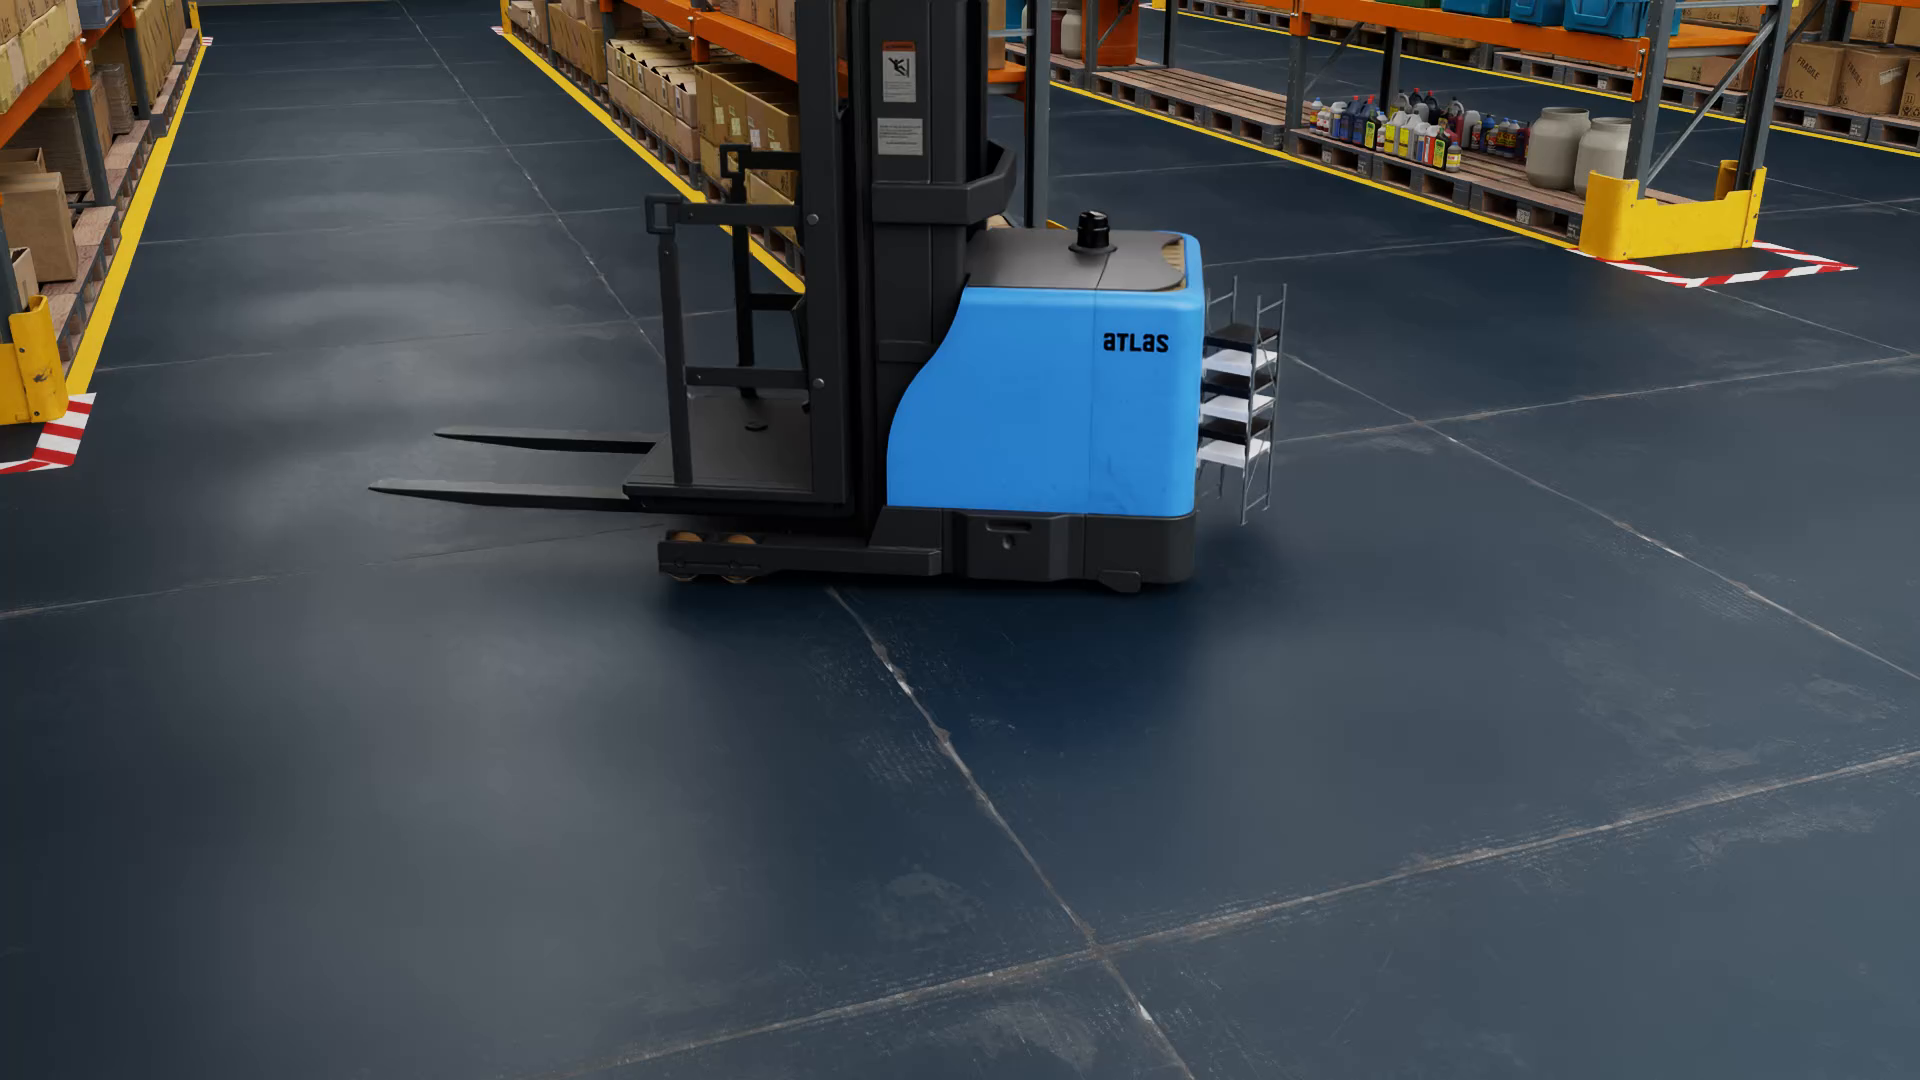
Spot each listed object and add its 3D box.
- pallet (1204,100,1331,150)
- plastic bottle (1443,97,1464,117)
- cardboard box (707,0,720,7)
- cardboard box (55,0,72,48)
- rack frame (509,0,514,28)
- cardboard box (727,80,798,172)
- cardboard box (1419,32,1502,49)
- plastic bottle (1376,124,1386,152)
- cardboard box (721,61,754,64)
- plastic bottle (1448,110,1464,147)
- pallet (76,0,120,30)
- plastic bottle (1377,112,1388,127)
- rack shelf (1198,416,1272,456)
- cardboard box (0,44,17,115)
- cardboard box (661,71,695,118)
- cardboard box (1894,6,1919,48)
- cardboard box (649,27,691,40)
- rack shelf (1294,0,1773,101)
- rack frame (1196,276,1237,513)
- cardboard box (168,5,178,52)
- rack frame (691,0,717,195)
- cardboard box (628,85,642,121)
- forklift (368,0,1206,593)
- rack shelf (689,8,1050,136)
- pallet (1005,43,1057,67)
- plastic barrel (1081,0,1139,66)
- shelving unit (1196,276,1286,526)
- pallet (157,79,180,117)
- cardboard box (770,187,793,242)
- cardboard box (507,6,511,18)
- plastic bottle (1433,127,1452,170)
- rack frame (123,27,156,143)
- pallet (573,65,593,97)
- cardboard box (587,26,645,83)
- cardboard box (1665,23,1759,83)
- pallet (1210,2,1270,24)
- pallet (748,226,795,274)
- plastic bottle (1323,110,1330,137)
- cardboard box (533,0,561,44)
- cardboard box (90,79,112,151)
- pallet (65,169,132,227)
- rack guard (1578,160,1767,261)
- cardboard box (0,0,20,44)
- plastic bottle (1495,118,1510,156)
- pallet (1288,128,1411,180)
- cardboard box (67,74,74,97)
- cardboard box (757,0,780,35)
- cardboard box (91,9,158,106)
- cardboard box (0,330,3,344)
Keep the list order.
[{"bbox_3d":[2.889,-3.690,14.733,1.003,0.211,1.213,-8,24,-19],"label":"pallet"},{"bbox_3d":[3.882,-3.295,13.050,0.144,0.351,0.185,-8,24,-19],"label":"plastic bottle"},{"bbox_3d":[-1.647,-4.120,12.357,0.500,0.250,0.500,-7,24,-16],"label":"cardboard box"},{"bbox_3d":[-5.446,-2.963,9.585,0.500,0.250,0.500,-8,24,-19],"label":"cardboard box"},{"bbox_3d":[-5.672,-8.377,22.262,1.000,3.000,0.127,-8,24,-19],"label":"rack frame"},{"bbox_3d":[-1.208,-2.714,10.860,0.500,0.500,0.500,-8,24,-19],"label":"cardboard box"},{"bbox_3d":[6.199,-6.296,19.520,1.225,0.875,0.875,-10,25,-21],"label":"cardboard box"},{"bbox_3d":[3.245,-3.083,12.739,0.097,0.201,0.097,0,23,0],"label":"plastic bottle"},{"bbox_3d":[-1.701,-3.756,13.577,0.500,0.311,0.500,-9,25,-21],"label":"cardboard box"},{"bbox_3d":[3.836,-3.190,12.887,0.061,0.283,0.133,-8,24,-19],"label":"plastic bottle"},{"bbox_3d":[-6.199,-3.545,11.045,1.003,0.211,1.213,-8,24,-19],"label":"pallet"},{"bbox_3d":[3.254,-3.173,12.863,0.097,0.271,0.097,0,23,0],"label":"plastic bottle"},{"bbox_3d":[1.063,-0.414,6.391,0.200,0.077,0.258,15,27,32],"label":"rack shelf"},{"bbox_3d":[-4.528,-2.043,7.402,0.500,0.250,0.500,-9,25,-21],"label":"cardboard box"},{"bbox_3d":[-2.033,-3.497,12.963,0.500,0.311,0.500,-8,24,-18],"label":"cardboard box"},{"bbox_3d":[11.542,-6.078,19.163,1.050,0.750,0.750,-8,24,-18],"label":"cardboard box"},{"bbox_3d":[-2.739,-4.725,16.251,0.500,0.500,0.500,-7,24,-17],"label":"cardboard box"},{"bbox_3d":[3.910,-3.637,11.942,1.077,0.370,4.000,-8,24,-19],"label":"rack shelf"},{"bbox_3d":[0.980,-0.550,6.397,0.006,0.900,0.240,15,27,32],"label":"rack frame"},{"bbox_3d":[-9.234,-5.753,18.714,0.700,0.500,0.500,-9,24,-20],"label":"cardboard box"},{"bbox_3d":[-1.432,-4.016,11.917,1.000,3.000,0.127,-8,24,-19],"label":"rack frame"},{"bbox_3d":[-2.567,-3.795,14.392,0.500,0.250,0.500,-9,24,-20],"label":"cardboard box"},{"bbox_3d":[-0.644,-1.399,5.797,3.031,2.935,1.130,3,23,6],"label":"forklift"},{"bbox_3d":[-0.726,-2.958,10.333,1.077,0.370,4.000,-8,24,-19],"label":"rack shelf"},{"bbox_3d":[1.045,-5.586,19.233,1.003,0.211,1.213,-8,24,-19],"label":"pallet"},{"bbox_3d":[1.601,-5.517,17.731,0.600,0.830,0.708,-8,24,-19],"label":"plastic barrel"},{"bbox_3d":[1.063,-0.528,6.343,0.210,0.900,0.258,15,27,32],"label":"shelving unit"},{"bbox_3d":[-8.114,-4.243,16.046,1.003,0.211,1.213,-8,24,-19],"label":"pallet"},{"bbox_3d":[-0.851,-2.005,10.145,0.500,0.250,0.500,-8,24,-19],"label":"cardboard box"},{"bbox_3d":[-5.845,-7.066,22.258,0.380,0.149,0.250,-8,24,-19],"label":"cardboard box"},{"bbox_3d":[3.499,-2.839,12.056,0.061,0.283,0.133,-8,24,-18],"label":"plastic bottle"},{"bbox_3d":[-7.478,-4.789,13.750,1.000,3.000,0.127,-8,24,-19],"label":"rack frame"},{"bbox_3d":[-3.501,-4.904,17.613,1.003,0.211,1.213,-8,24,-19],"label":"pallet"},{"bbox_3d":[-3.395,-4.828,16.496,0.500,0.500,0.500,-7,24,-17],"label":"cardboard box"},{"bbox_3d":[7.489,-4.827,16.493,0.700,0.500,0.500,-8,24,-19],"label":"cardboard box"},{"bbox_3d":[4.380,-7.727,24.312,1.003,0.211,1.213,-8,24,-19],"label":"pallet"},{"bbox_3d":[-0.756,-1.993,10.706,1.003,0.211,1.213,-8,24,-19],"label":"pallet"},{"bbox_3d":[2.977,-3.358,13.392,0.097,0.201,0.097,0,23,0],"label":"plastic bottle"},{"bbox_3d":[-4.725,-6.142,19.613,0.500,0.500,0.500,-8,24,-19],"label":"cardboard box"},{"bbox_3d":[-6.900,-3.205,12.645,0.700,0.500,0.500,-8,24,-19],"label":"cardboard box"},{"bbox_3d":[-6.342,-2.333,11.514,1.003,0.211,1.213,-8,24,-19],"label":"pallet"},{"bbox_3d":[4.545,-2.111,10.614,1.175,0.500,0.348,-8,24,-19],"label":"rack guard"},{"bbox_3d":[-4.705,-2.563,7.672,0.500,0.500,0.500,-8,24,-19],"label":"cardboard box"},{"bbox_3d":[4.111,-3.049,12.569,0.097,0.271,0.097,0,23,0],"label":"plastic bottle"},{"bbox_3d":[3.401,-3.160,13.476,1.003,0.211,1.213,-8,24,-19],"label":"pallet"},{"bbox_3d":[-6.687,-3.345,12.011,0.500,0.250,0.500,-9,25,-21],"label":"cardboard box"},{"bbox_3d":[-0.904,-3.529,10.631,0.700,0.500,0.500,-8,24,-18],"label":"cardboard box"},{"bbox_3d":[-7.615,-4.277,14.762,0.750,0.750,0.750,-9,24,-20],"label":"cardboard box"},{"bbox_3d":[-4.812,-1.109,7.916,0.500,0.311,0.500,-11,25,-25],"label":"cardboard box"}]
